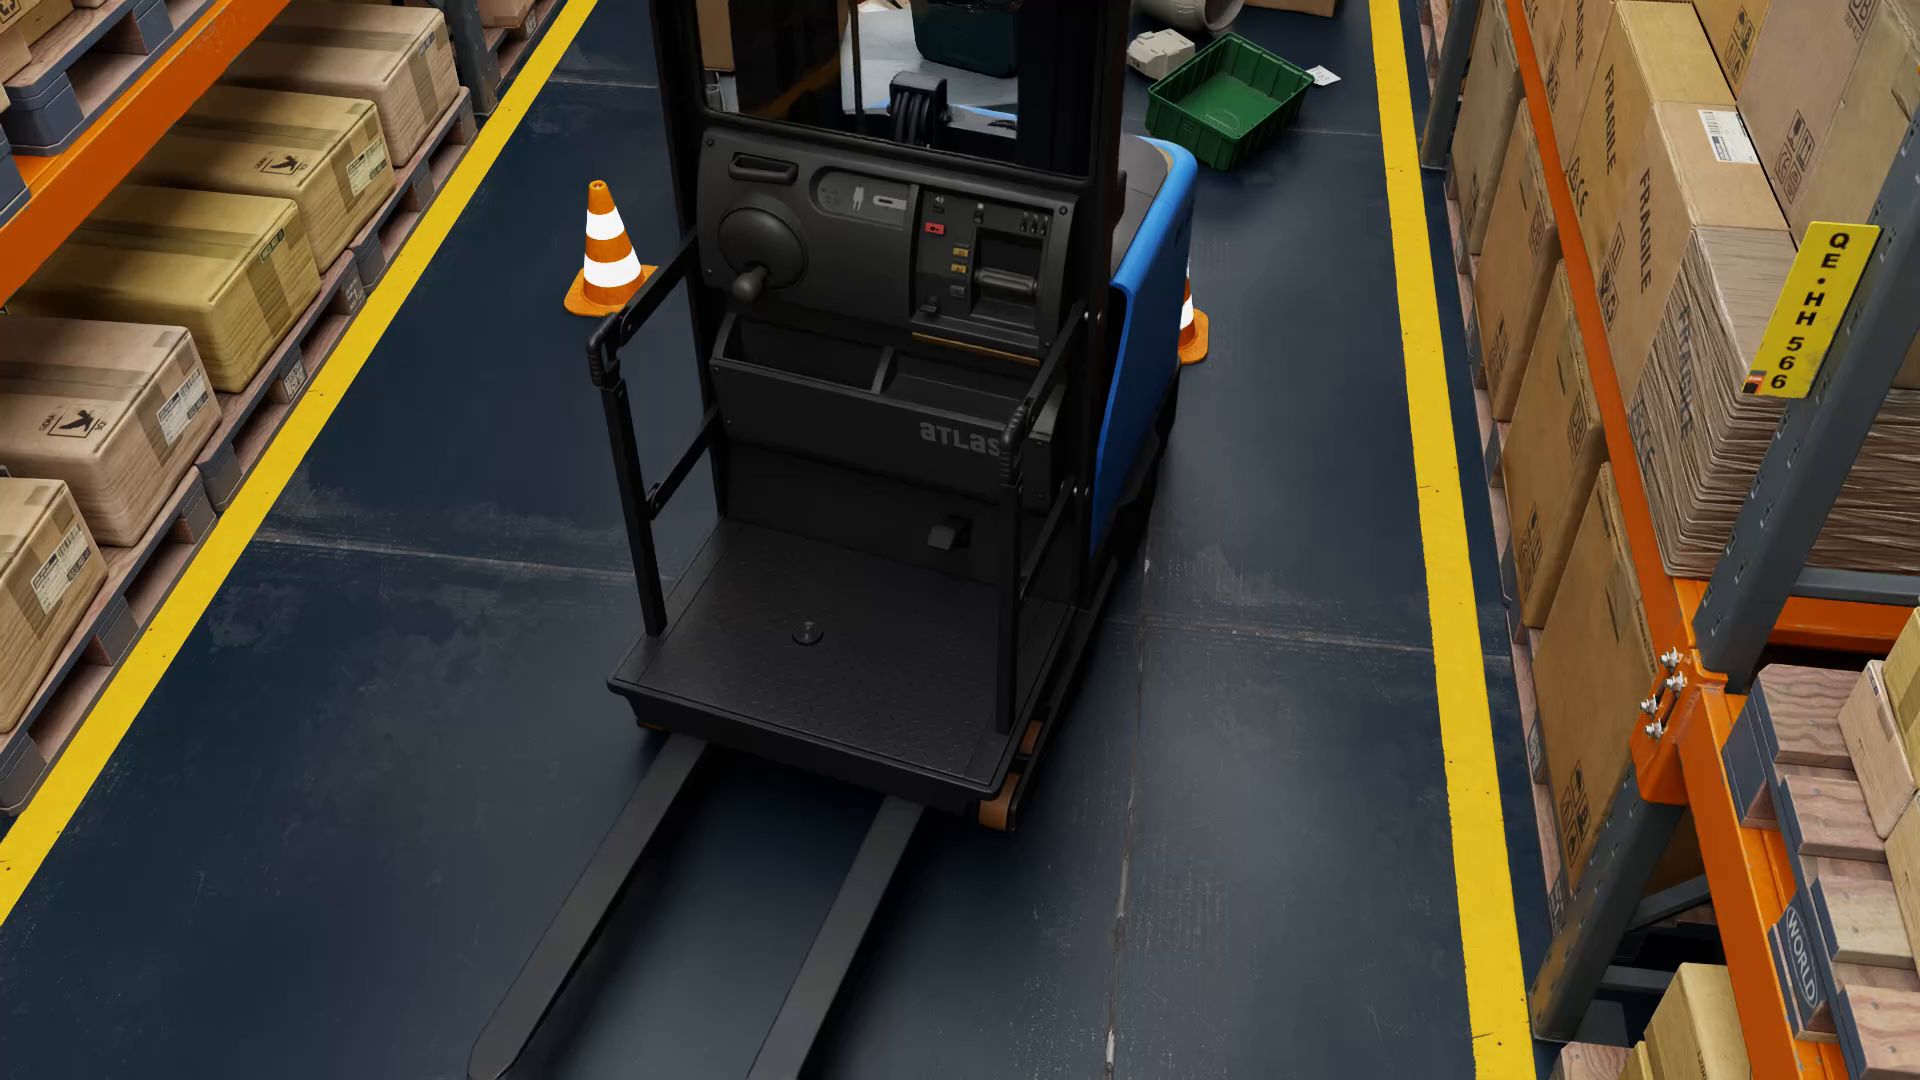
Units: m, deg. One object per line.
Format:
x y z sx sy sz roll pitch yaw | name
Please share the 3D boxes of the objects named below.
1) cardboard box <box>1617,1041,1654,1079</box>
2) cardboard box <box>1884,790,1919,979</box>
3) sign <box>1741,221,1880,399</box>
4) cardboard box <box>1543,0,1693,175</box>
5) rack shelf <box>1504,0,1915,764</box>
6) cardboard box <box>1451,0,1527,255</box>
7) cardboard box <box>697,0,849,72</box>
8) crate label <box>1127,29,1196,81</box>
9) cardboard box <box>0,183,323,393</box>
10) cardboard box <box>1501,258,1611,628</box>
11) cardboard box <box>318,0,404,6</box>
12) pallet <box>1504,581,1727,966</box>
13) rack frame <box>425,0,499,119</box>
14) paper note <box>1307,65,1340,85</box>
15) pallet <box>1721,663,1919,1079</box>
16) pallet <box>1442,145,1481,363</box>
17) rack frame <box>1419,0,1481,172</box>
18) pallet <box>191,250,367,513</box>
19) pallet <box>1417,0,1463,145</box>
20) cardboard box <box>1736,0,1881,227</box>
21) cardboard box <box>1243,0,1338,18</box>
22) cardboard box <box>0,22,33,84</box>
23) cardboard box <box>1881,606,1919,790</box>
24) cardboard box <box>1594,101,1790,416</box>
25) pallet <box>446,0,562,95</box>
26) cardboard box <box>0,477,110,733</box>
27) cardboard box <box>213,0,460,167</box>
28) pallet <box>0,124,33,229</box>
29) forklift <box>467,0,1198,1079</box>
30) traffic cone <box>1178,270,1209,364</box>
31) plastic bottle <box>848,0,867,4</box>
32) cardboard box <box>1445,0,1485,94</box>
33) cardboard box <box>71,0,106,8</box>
1.530 1.329 3.178 0.500 0.500 0.500 4 44 4 | cardboard box
1.581 0.523 2.394 0.380 0.149 0.250 7 44 8 | cardboard box
1.326 -0.354 2.600 0.100 0.325 0.005 5 44 6 | sign
1.867 -1.283 4.351 0.500 0.500 0.500 6 44 6 | cardboard box
2.141 -0.987 4.634 1.077 0.370 4.000 5 44 6 | rack shelf
2.412 -1.516 6.000 1.050 0.750 0.750 5 44 5 | cardboard box
-0.746 -2.219 6.679 0.500 0.500 0.500 5 44 6 | cardboard box
0.905 -2.173 7.446 0.298 0.136 0.250 -24 48 -23 | crate label
-2.764 -0.869 5.592 0.950 0.372 0.625 7 44 7 | cardboard box
2.158 -0.224 4.636 1.050 0.750 0.750 6 44 6 | cardboard box
-2.703 -2.574 7.481 0.500 0.250 0.500 7 44 7 | cardboard box
2.055 0.597 4.466 1.003 0.211 1.213 5 44 6 | pallet
-2.515 -2.993 6.229 1.000 3.000 0.127 5 44 6 | rack frame
1.596 -2.074 7.418 0.147 0.020 0.142 -24 48 -23 | paper note
1.888 0.680 2.490 1.213 0.211 1.003 5 44 6 | pallet
2.378 -1.066 6.223 1.003 0.211 1.213 5 44 6 | pallet
2.405 -2.612 5.826 1.000 3.000 0.127 5 44 6 | rack frame
-2.775 -0.616 5.747 1.003 0.211 1.213 5 44 6 | pallet
2.583 -2.110 7.325 1.003 0.211 1.213 5 44 6 | pallet
2.011 -0.935 3.256 0.700 0.500 0.500 5 44 5 | cardboard box
1.593 -2.856 7.901 0.500 0.500 0.500 12 45 13 | cardboard box
-2.652 -1.261 4.278 0.380 0.149 0.250 8 44 8 | cardboard box
1.613 0.256 2.459 0.380 0.149 0.250 7 44 7 | cardboard box
1.737 -0.593 3.622 0.500 0.500 0.500 5 44 6 | cardboard box
-2.461 -2.441 7.674 1.003 0.211 1.213 5 44 6 | pallet
-2.959 0.151 4.515 0.950 0.372 0.625 3 43 3 | cardboard box
-2.582 -1.833 6.610 0.950 0.372 0.625 6 44 6 | cardboard box
-3.055 -0.692 3.939 1.213 0.211 1.003 5 44 6 | pallet
-0.260 -0.616 3.769 1.130 2.935 3.031 14 45 14 | forklift
0.731 -0.914 5.878 0.336 0.463 0.334 5 44 6 | traffic cone
-0.485 -2.635 7.988 0.133 0.061 0.283 12 45 13 | plastic bottle
2.558 -2.415 6.859 0.875 0.875 0.875 6 44 6 | cardboard box
-2.555 -1.630 4.667 0.380 0.149 0.250 7 44 7 | cardboard box
